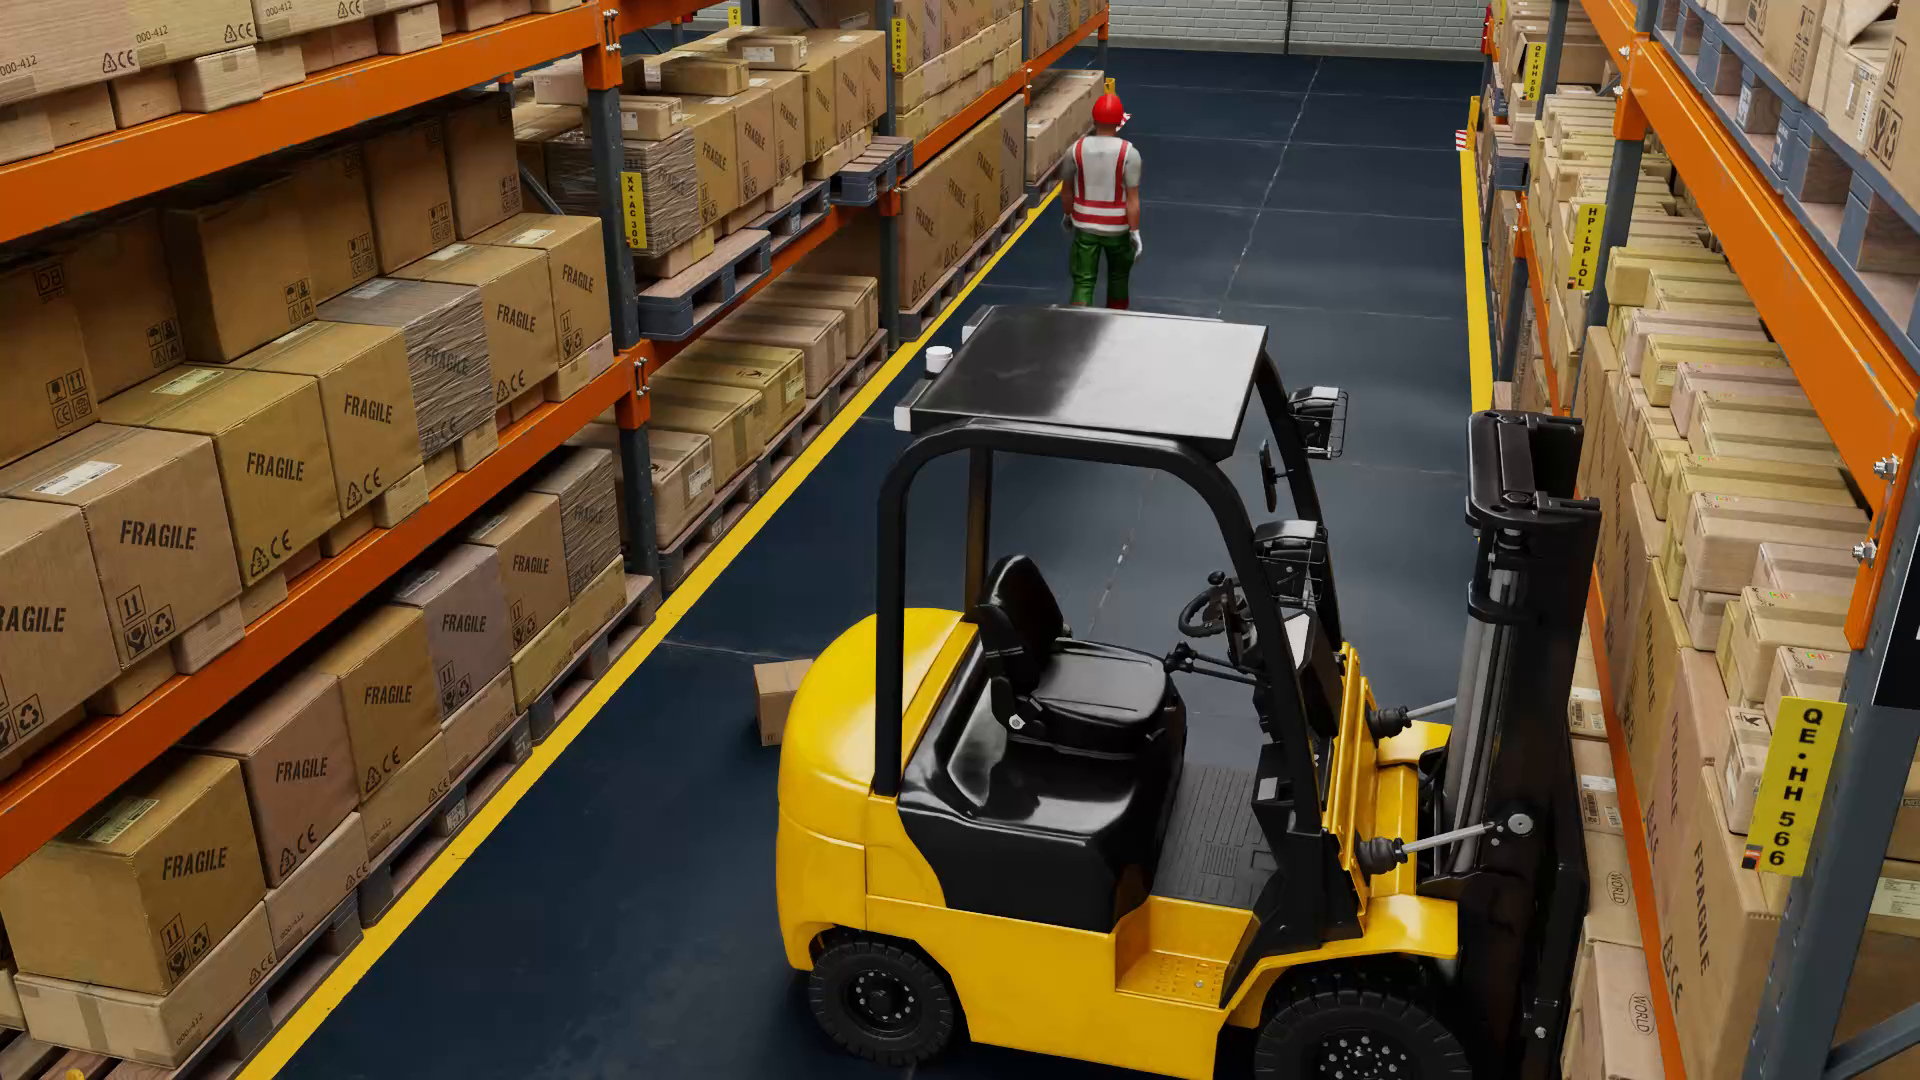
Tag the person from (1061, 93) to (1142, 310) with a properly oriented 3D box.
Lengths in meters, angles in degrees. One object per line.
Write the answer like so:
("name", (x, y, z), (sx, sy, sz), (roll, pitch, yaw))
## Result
("person", (0.951, -2.109, 11.100), (0.587, 1.748, 1.022), (6, 26, 12))
